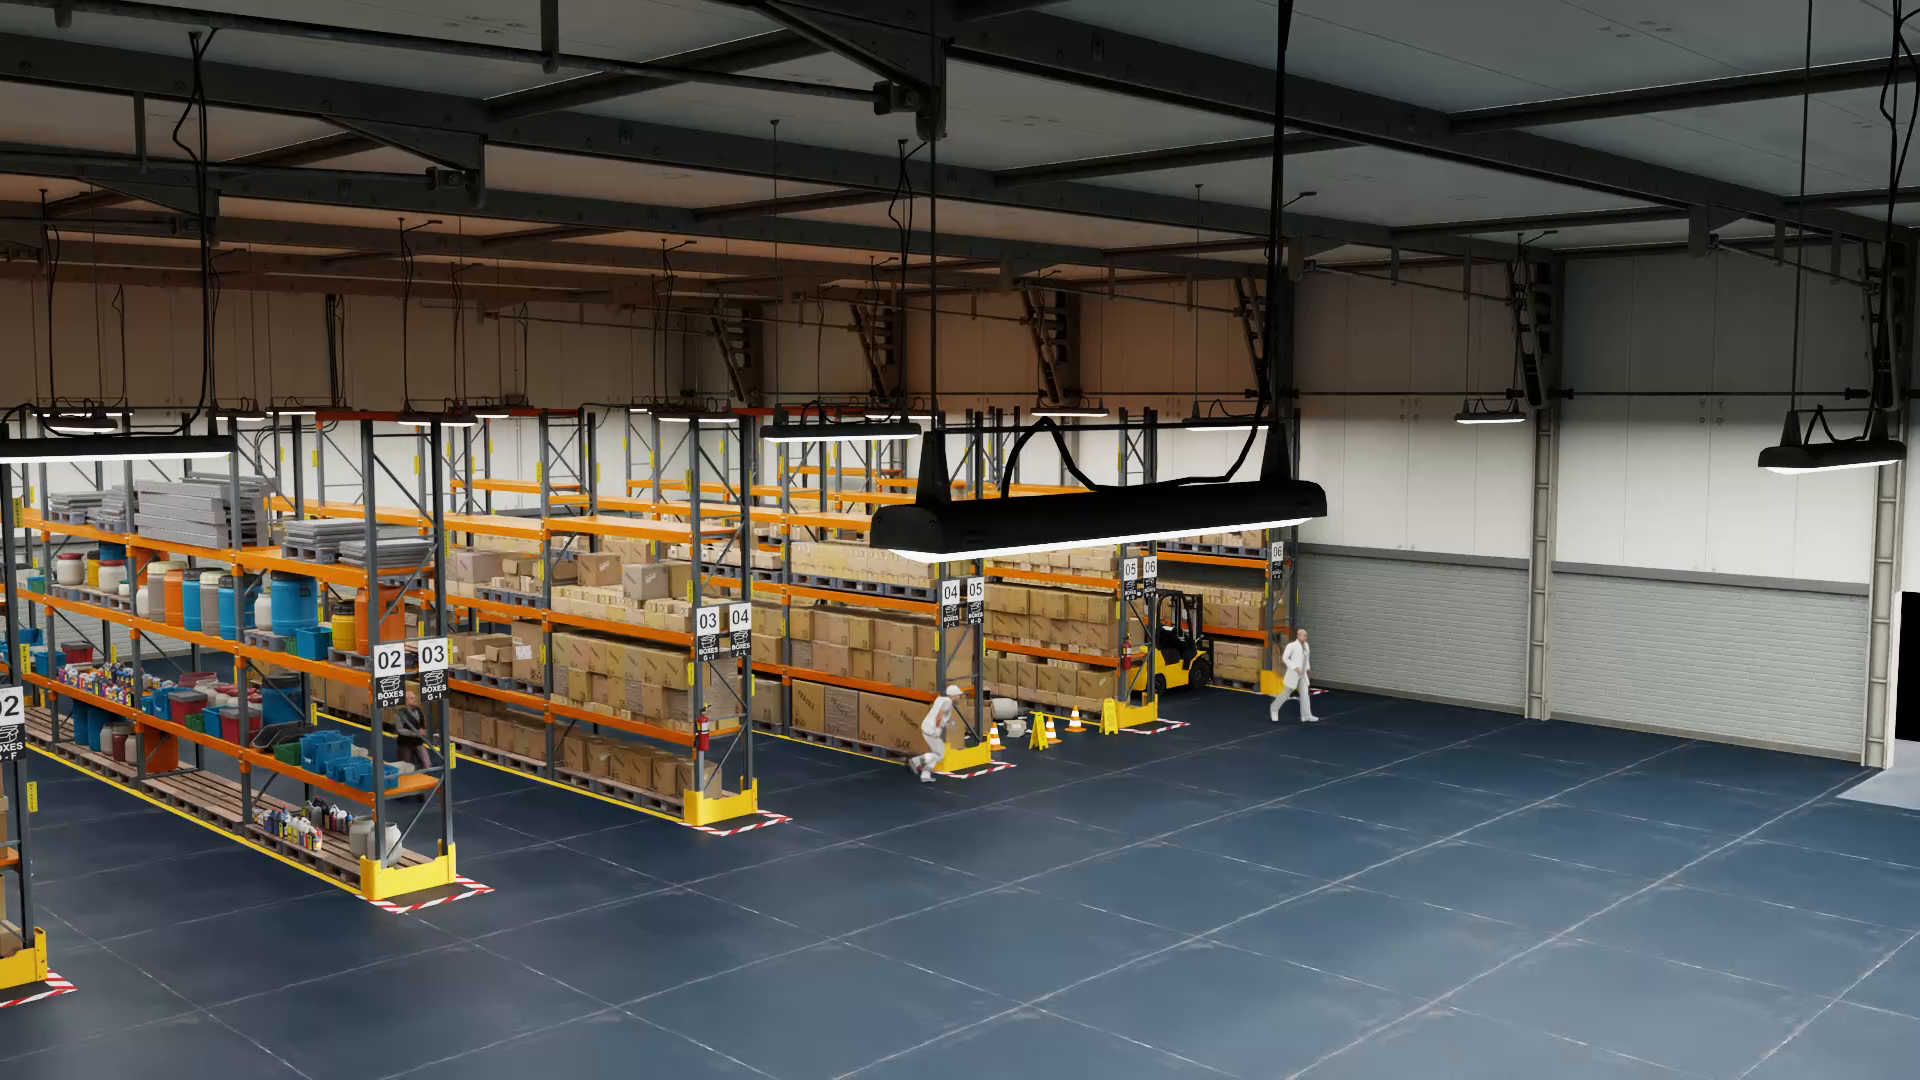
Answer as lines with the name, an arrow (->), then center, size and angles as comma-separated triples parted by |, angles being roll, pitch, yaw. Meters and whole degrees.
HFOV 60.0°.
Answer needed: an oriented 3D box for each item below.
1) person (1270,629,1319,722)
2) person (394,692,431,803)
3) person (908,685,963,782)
person -> 6.494, 2.597, 31.851 | 0.747, 1.769, 1.068 | -4, 6, -37
person -> -8.472, 3.245, 25.692 | 0.814, 1.673, 0.595 | 4, 6, 37
person -> -0.384, 3.160, 26.995 | 0.913, 1.586, 0.688 | -1, 5, -13
